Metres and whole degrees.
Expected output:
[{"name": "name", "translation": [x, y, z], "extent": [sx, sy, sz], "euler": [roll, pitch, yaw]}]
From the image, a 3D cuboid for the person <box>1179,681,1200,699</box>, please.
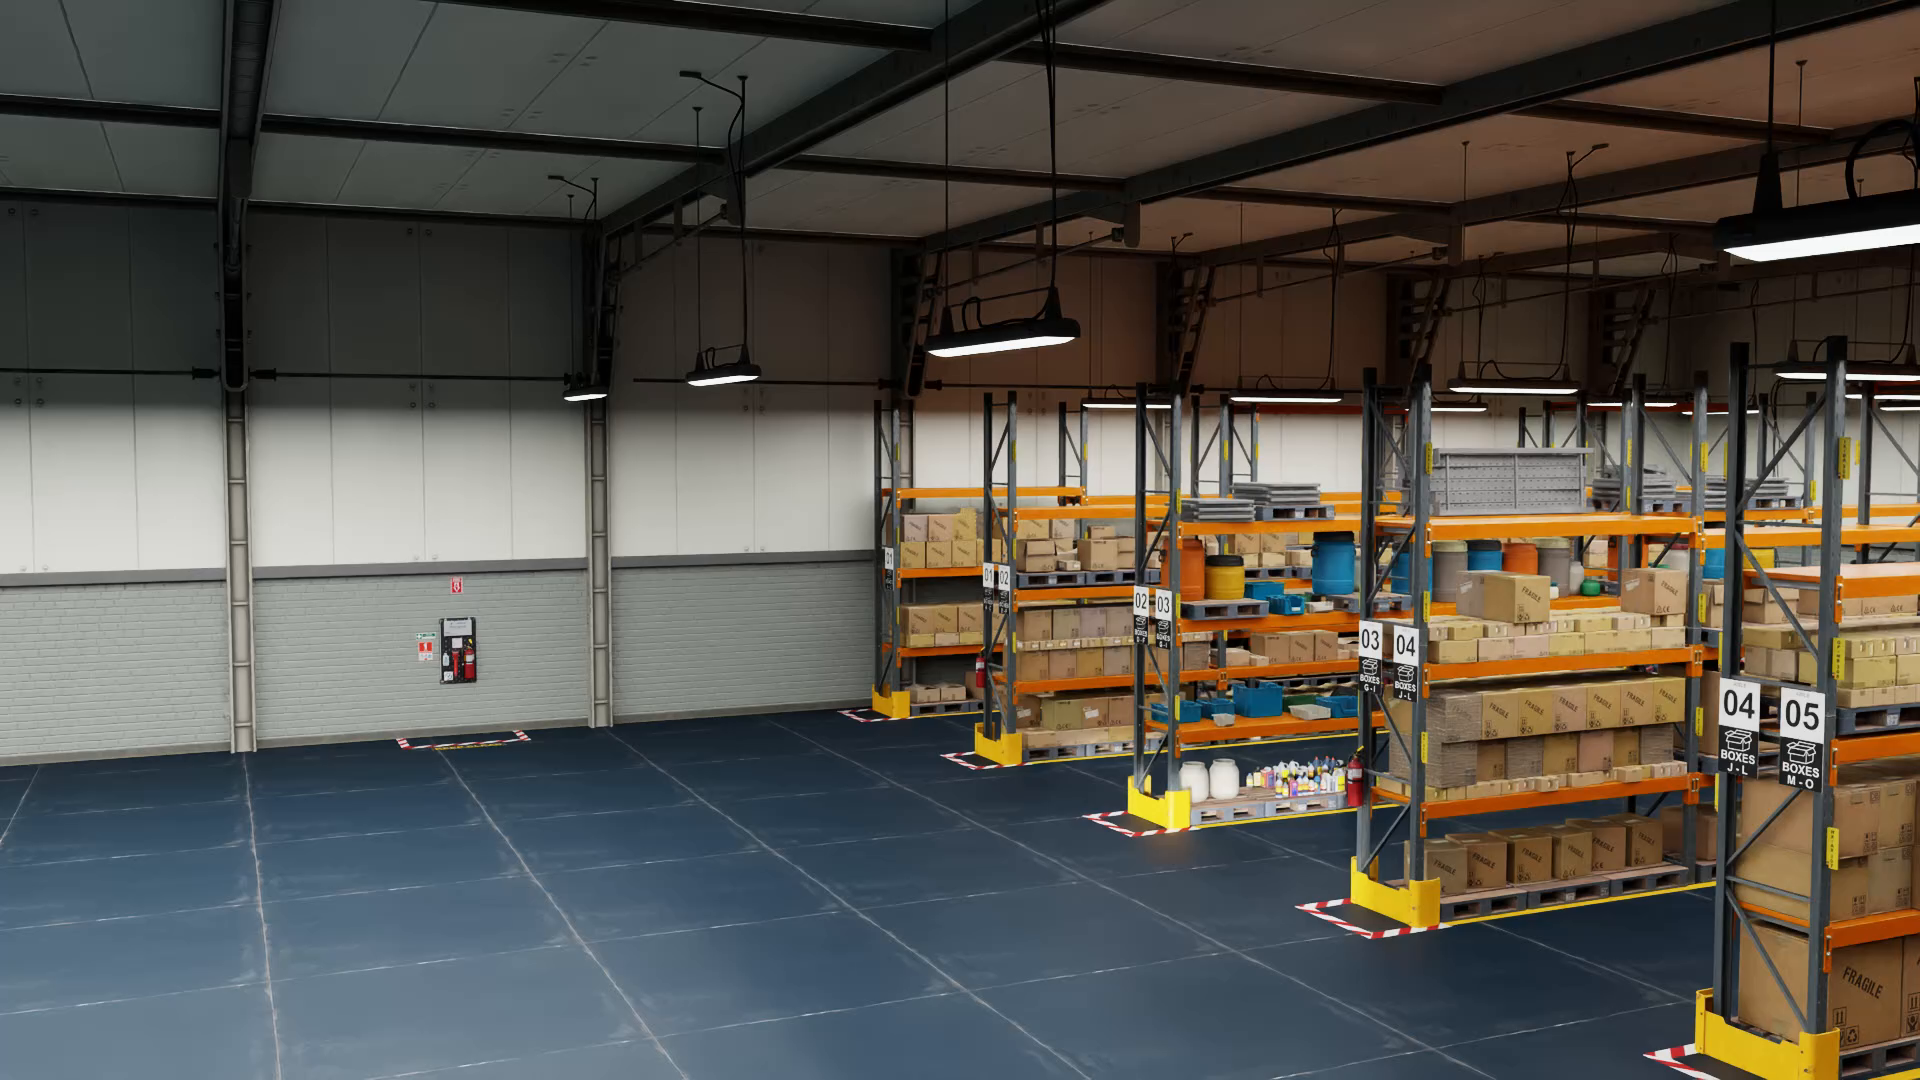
[{"name": "person", "translation": [4.420, 2.512, 31.830], "extent": [0.701, 1.611, 0.650], "euler": [-1, 3, -12]}]
